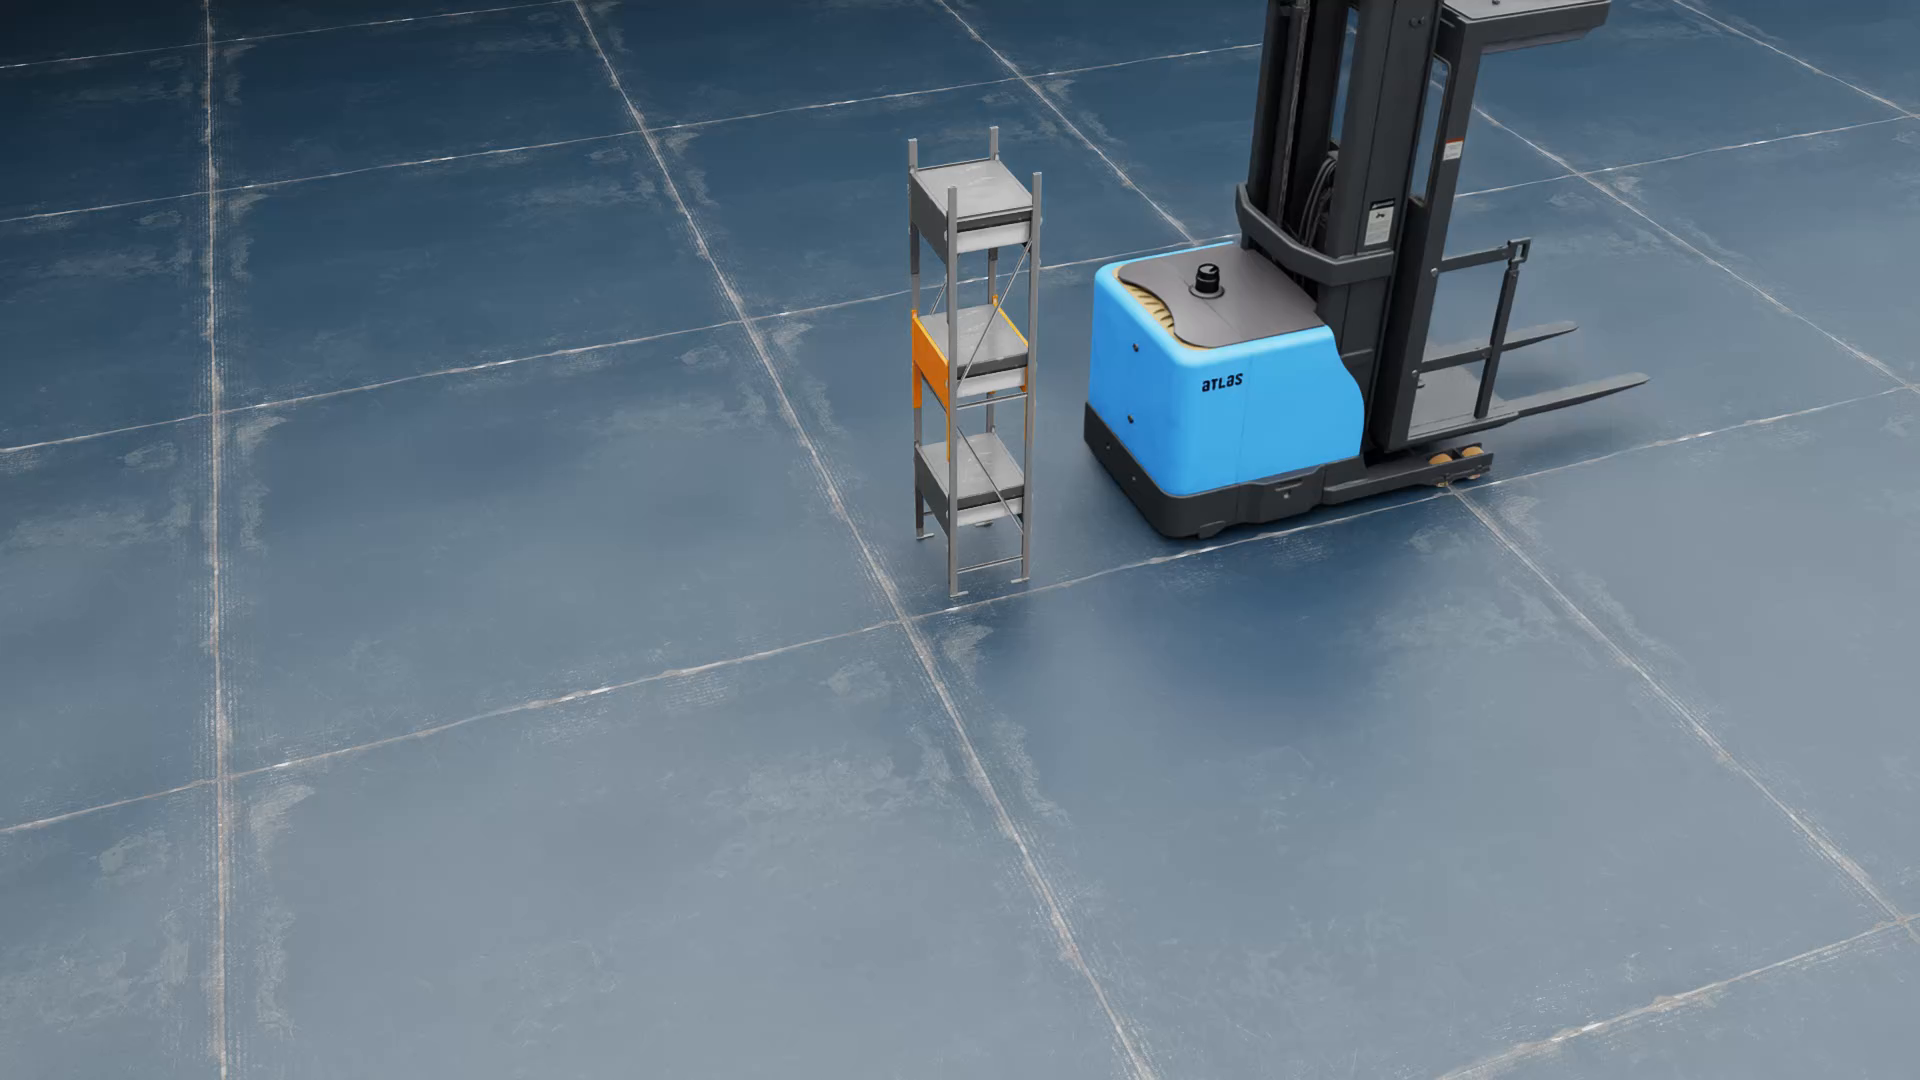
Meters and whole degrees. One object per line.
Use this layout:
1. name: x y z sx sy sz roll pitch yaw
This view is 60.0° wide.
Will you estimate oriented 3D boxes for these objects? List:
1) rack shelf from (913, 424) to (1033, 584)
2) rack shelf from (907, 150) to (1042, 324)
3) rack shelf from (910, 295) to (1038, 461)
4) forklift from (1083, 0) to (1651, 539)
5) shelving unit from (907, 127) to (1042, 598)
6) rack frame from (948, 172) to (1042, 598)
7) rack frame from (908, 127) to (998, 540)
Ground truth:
1. rack shelf: 0.057 -0.175 7.923 0.431 0.518 0.480 -12 39 -16
2. rack shelf: 0.057 -1.293 7.081 0.431 0.518 0.480 -12 39 -16
3. rack shelf: 0.057 -0.734 7.502 0.431 0.518 0.480 -12 39 -16
4. forklift: 2.228 -1.730 8.111 3.031 2.935 1.130 -13 39 -17
5. shelving unit: 0.057 -0.745 7.494 0.431 2.100 0.503 -12 39 -16
6. rack frame: 0.141 -0.607 7.311 0.400 2.100 0.015 -12 39 -16
7. rack frame: -0.027 -0.883 7.677 0.400 2.100 0.015 -12 39 -16
